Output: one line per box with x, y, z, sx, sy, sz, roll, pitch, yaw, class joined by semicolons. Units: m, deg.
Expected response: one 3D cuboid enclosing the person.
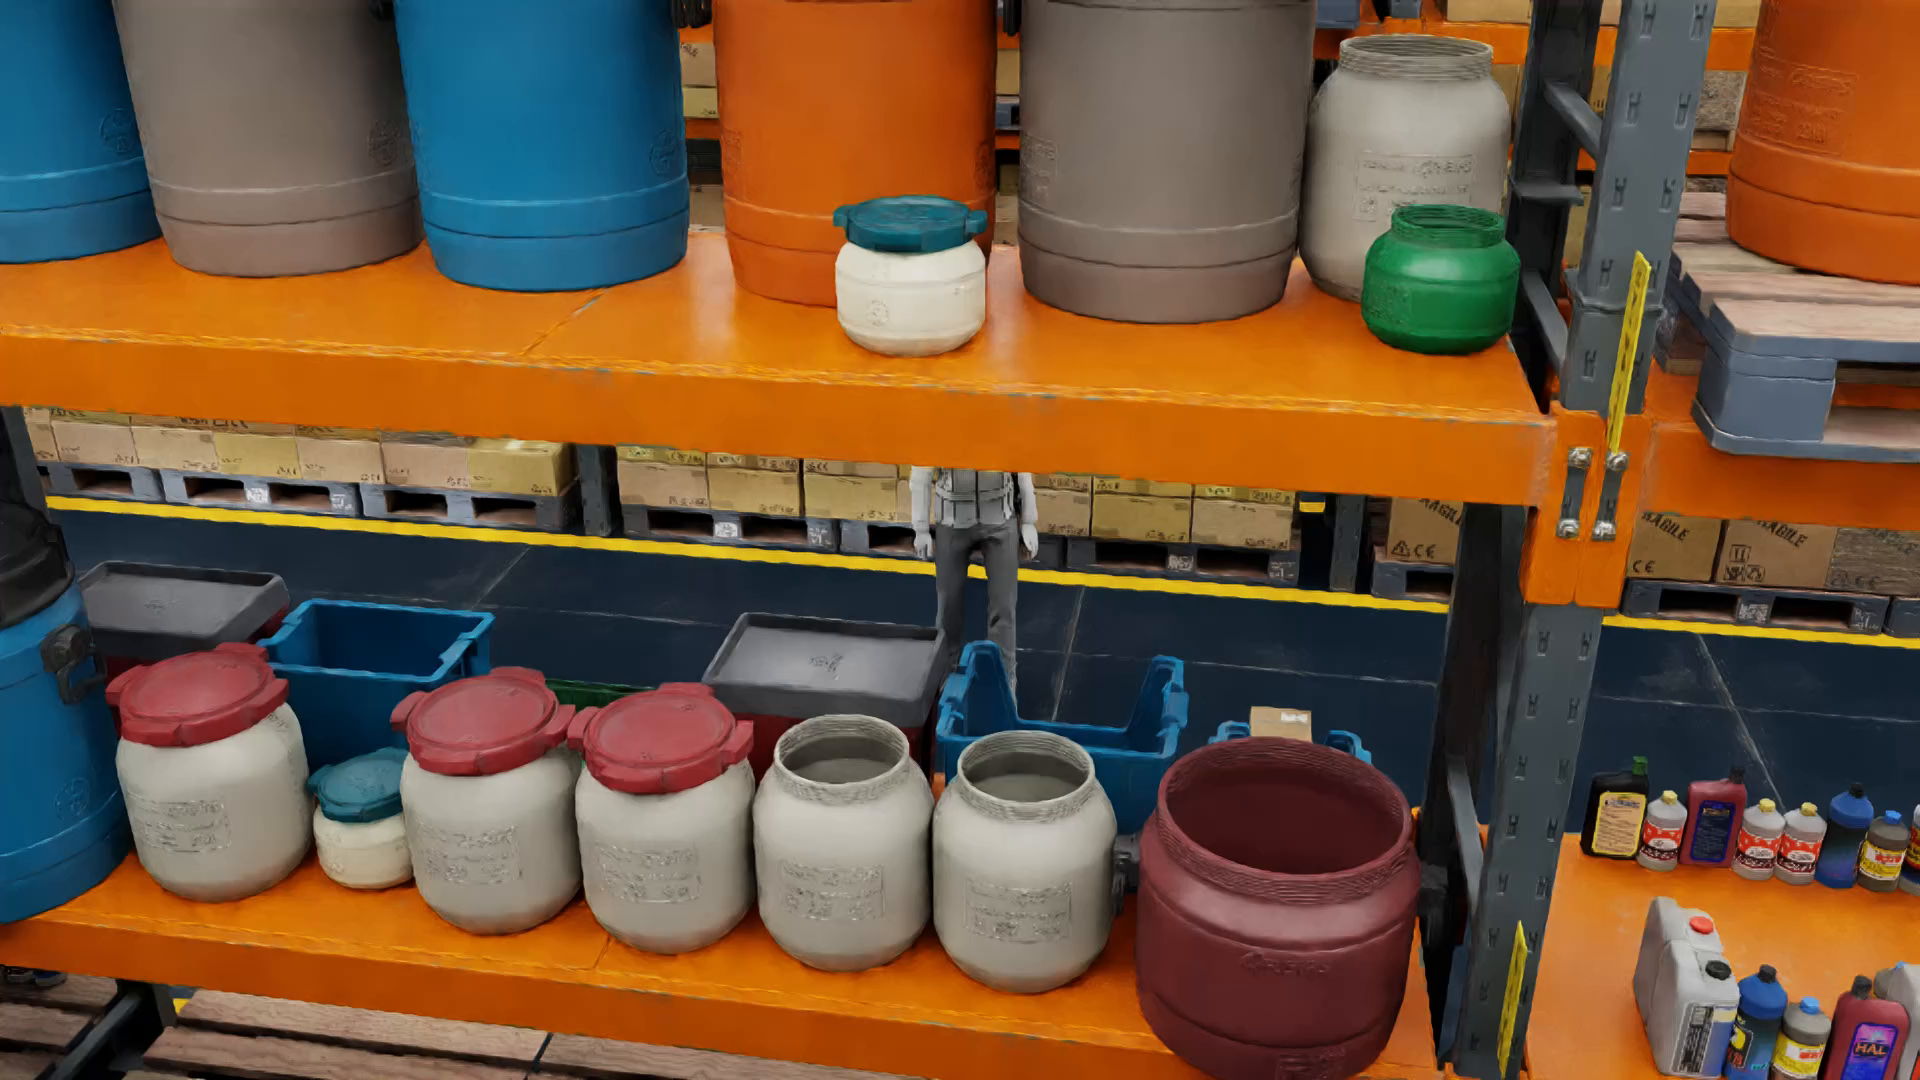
0.065;-0.047;7.137;0.553;1.672;0.489;-1;25;-3;person
